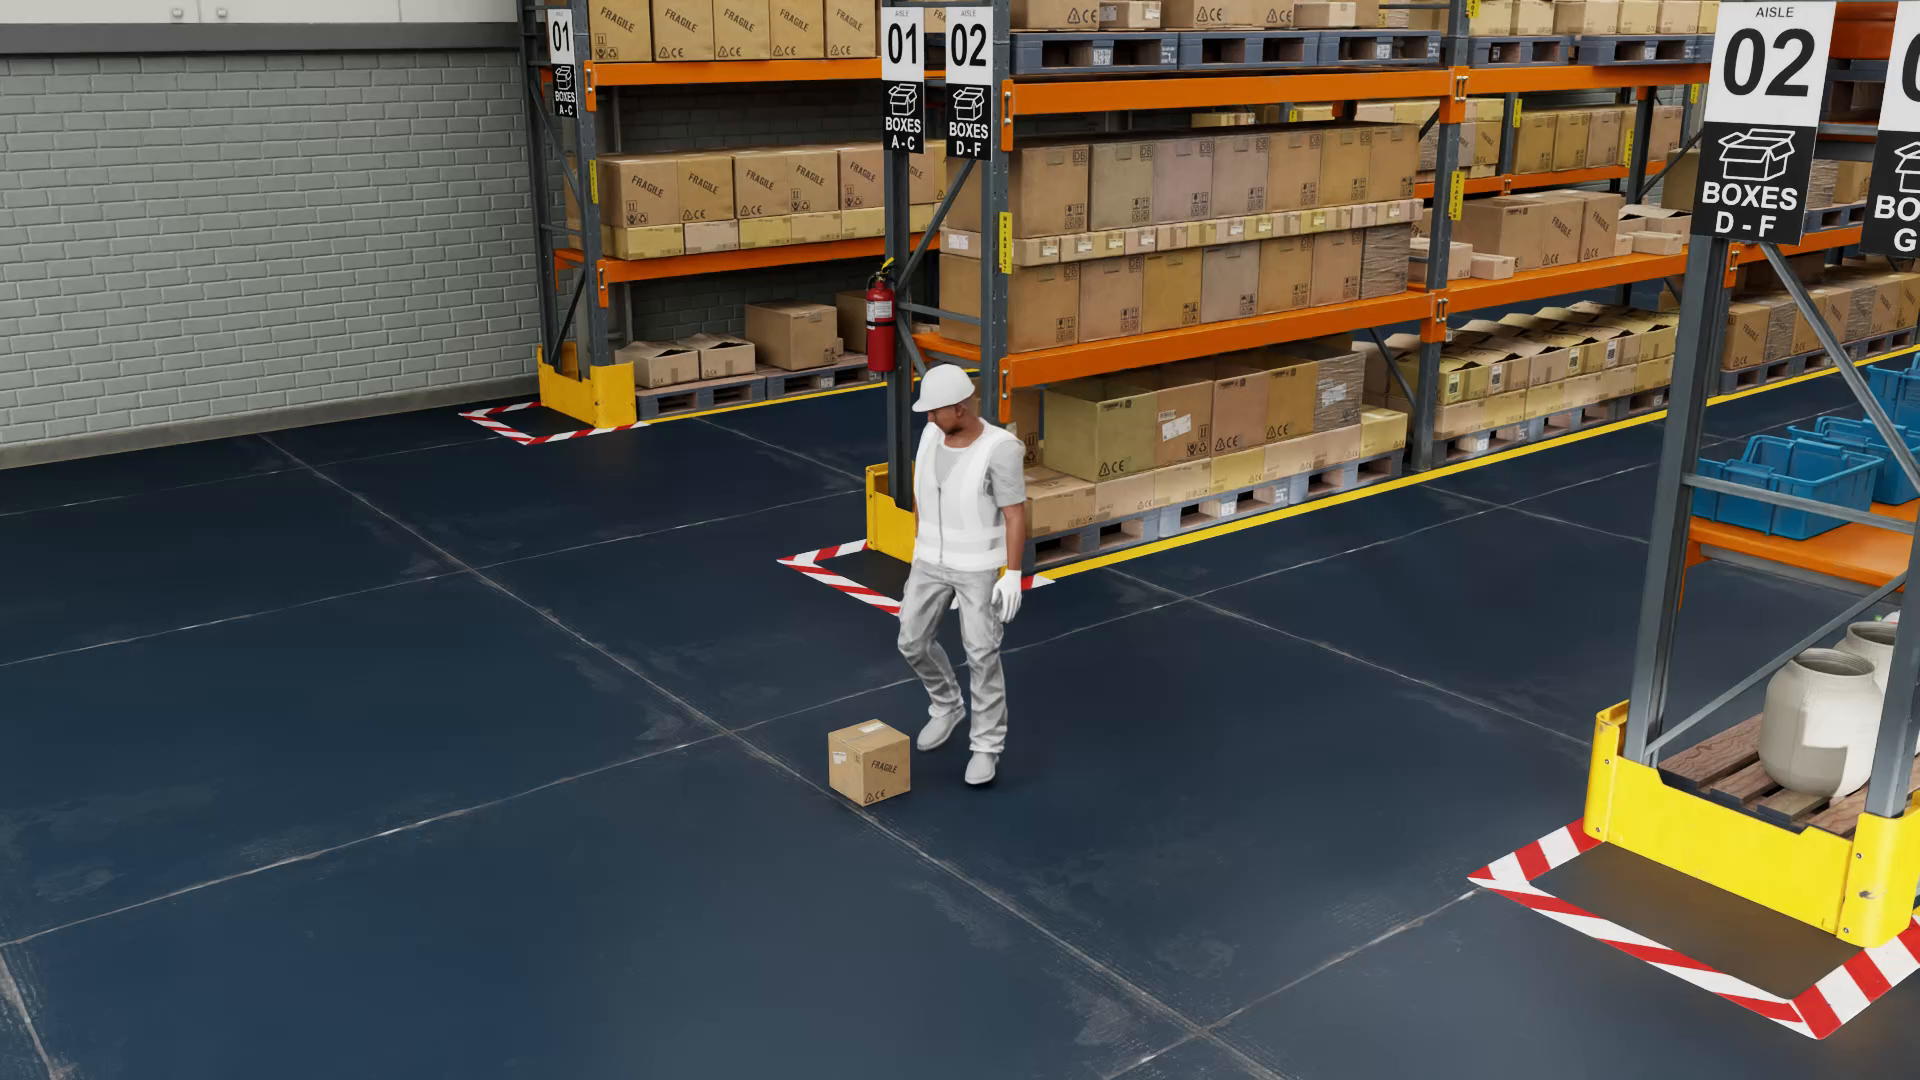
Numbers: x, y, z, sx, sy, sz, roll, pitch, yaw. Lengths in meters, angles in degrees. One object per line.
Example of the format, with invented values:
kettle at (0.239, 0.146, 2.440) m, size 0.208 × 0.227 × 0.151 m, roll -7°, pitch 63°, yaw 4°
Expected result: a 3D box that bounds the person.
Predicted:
person at (0.021, 0.120, 7.099) m, size 0.656 × 1.779 × 0.450 m, roll 12°, pitch 21°, yaw 34°
